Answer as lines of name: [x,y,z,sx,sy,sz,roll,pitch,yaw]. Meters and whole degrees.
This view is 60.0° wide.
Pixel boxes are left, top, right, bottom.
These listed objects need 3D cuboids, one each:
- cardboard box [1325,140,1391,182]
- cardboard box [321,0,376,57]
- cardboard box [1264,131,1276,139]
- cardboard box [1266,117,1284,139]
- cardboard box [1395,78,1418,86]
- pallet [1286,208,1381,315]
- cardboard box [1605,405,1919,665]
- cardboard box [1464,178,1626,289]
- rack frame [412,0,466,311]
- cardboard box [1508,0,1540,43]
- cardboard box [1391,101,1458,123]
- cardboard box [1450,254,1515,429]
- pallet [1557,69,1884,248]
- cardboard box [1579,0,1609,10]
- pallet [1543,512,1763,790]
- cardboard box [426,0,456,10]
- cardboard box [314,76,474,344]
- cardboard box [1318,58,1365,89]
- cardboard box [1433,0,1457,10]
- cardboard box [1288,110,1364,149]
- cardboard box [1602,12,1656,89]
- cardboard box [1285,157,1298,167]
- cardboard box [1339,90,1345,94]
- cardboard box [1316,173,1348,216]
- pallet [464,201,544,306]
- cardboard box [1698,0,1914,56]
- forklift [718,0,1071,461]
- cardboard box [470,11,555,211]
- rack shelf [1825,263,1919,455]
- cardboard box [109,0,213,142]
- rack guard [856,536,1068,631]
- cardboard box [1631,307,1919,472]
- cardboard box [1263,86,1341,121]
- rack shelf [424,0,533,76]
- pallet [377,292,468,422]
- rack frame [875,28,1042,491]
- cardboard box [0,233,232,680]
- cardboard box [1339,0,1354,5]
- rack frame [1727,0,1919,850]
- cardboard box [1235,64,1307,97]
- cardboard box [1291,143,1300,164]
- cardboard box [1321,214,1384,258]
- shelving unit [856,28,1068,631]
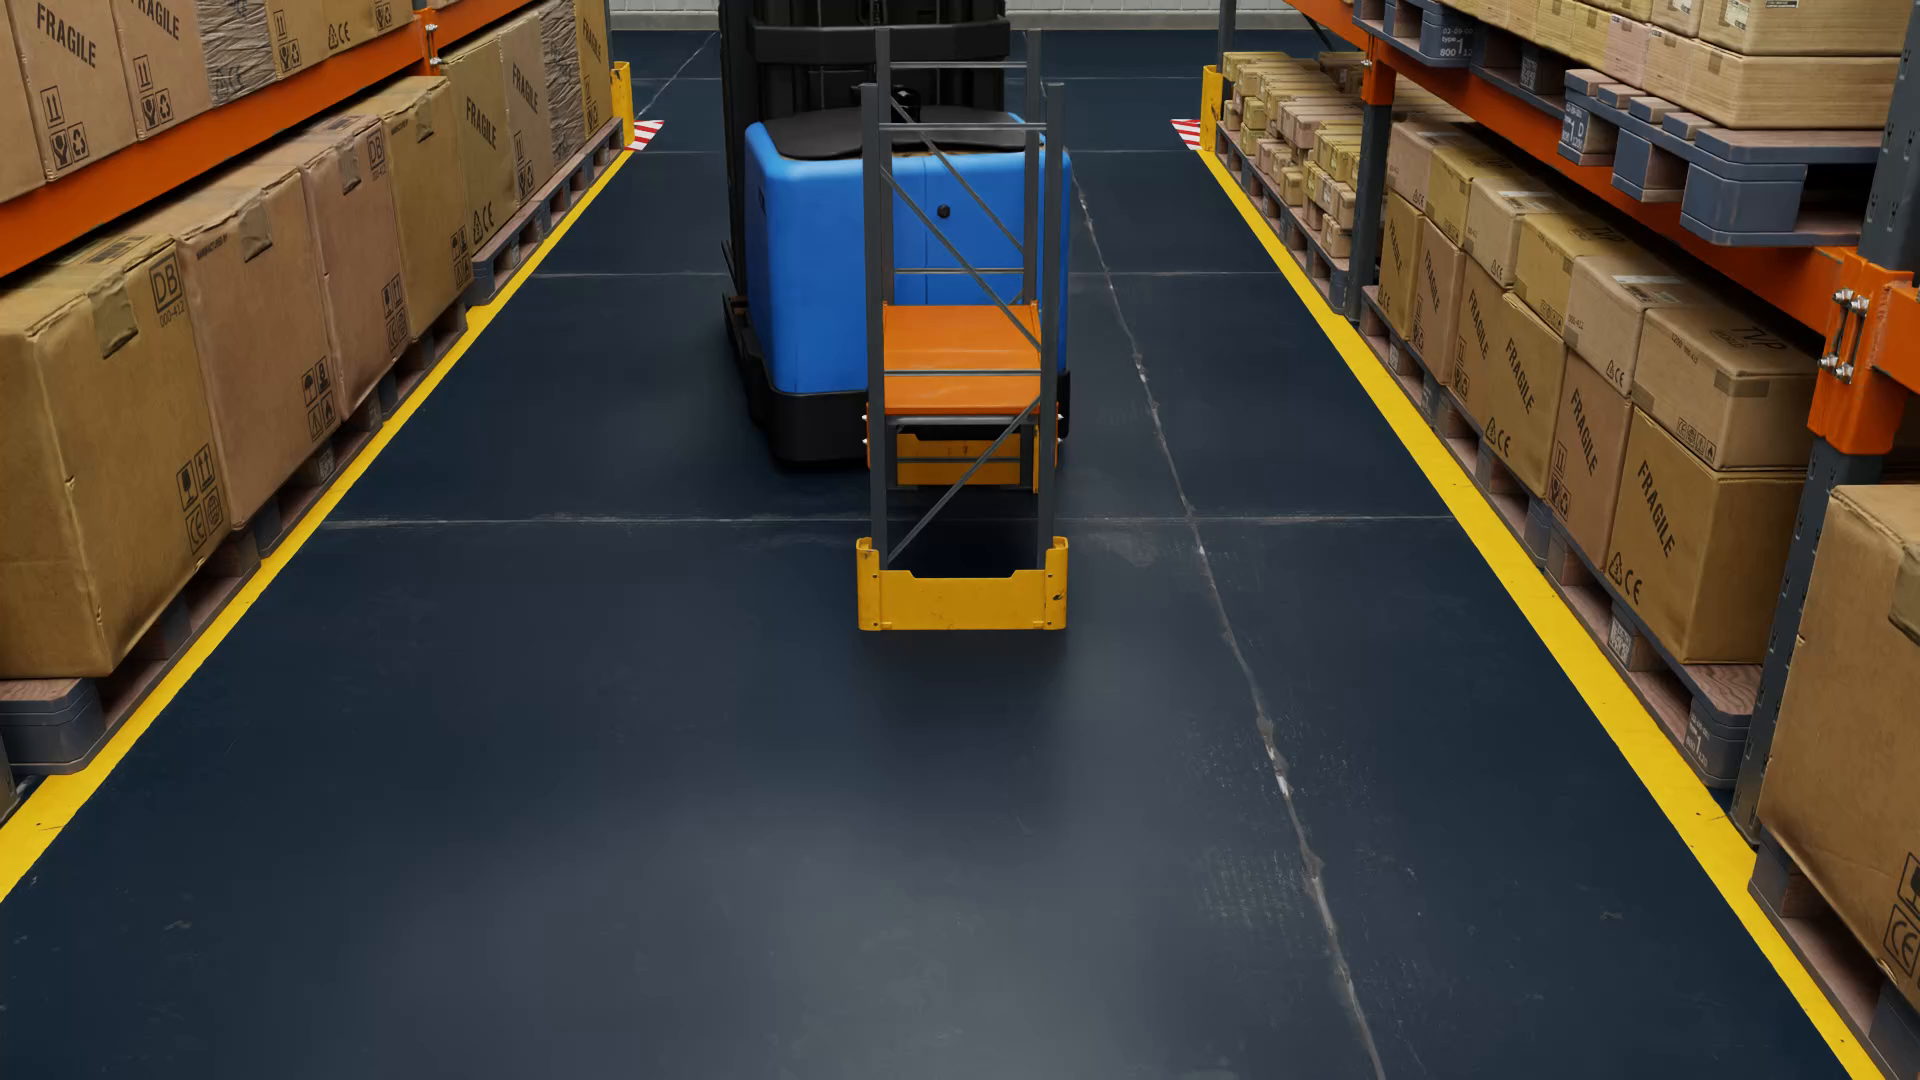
cardboard box: [1.919,-1.764,7.739,0.380,0.149,0.250,0,24,0]
cardboard box: [-2.458,-2.020,5.955,0.500,0.500,0.500,0,24,1]
cardboard box: [1.953,-2.253,9.542,0.380,0.149,0.250,0,24,0]
cardboard box: [1.961,-2.381,9.463,0.380,0.149,0.250,-1,24,-3]
cardboard box: [2.514,-2.518,9.405,0.380,0.149,0.250,1,24,1]
pallet: [2.183,-1.357,7.993,1.003,0.211,1.213,0,24,-1]
cardboard box: [2.001,-0.025,4.188,0.500,0.500,0.500,0,24,-1]
cardboard box: [1.979,-1.009,5.455,0.500,0.250,0.500,1,24,1]
rack frame: [-2.735,-2.370,6.850,1.000,3.000,0.127,0,24,-1]
cardboard box: [1.796,-1.509,4.741,0.380,0.149,0.250,0,24,1]
cardboard box: [2.401,-2.199,8.700,0.380,0.149,0.250,-1,24,-3]
cardboard box: [1.995,-0.663,5.601,0.500,0.500,0.500,0,24,0]
pallet: [2.155,-0.908,3.850,1.213,0.211,1.003,0,24,-1]
cardboard box: [1.796,-1.438,4.223,0.380,0.149,0.250,0,24,0]
pallet: [2.262,0.246,4.449,1.003,0.211,1.213,0,24,-1]
cardboard box: [-2.406,-2.379,7.174,0.380,0.149,0.250,0,24,0]
cardboard box: [-2.708,-1.329,6.618,1.225,0.875,0.875,0,24,0]
cardboard box: [2.386,-2.841,10.120,0.380,0.149,0.250,0,24,0]
cardboard box: [1.783,-1.837,5.468,0.380,0.149,0.250,-1,24,-3]
cardboard box: [1.889,-2.085,8.449,0.380,0.149,0.250,-1,24,-3]
cardboard box: [1.800,-1.189,4.033,0.380,0.149,0.250,0,24,0]
cardboard box: [1.934,-1.937,8.843,0.380,0.149,0.250,0,24,0]
cardboard box: [2.481,-2.596,9.940,0.380,0.149,0.250,-1,24,-3]
cardboard box: [1.889,-1.618,7.777,0.380,0.149,0.250,-1,24,-3]
pallet: [-2.665,-1.413,8.118,1.003,0.211,1.213,0,24,-1]
cardboard box: [1.809,-1.116,3.512,0.380,0.149,0.250,0,24,1]
forklift: [-0.419,-2.184,6.522,1.130,2.935,3.031,-5,25,-11]
cardboard box: [-2.672,-2.236,8.623,0.875,0.875,0.875,0,24,-1]
rack shelf: [2.291,0.450,1.489,1.077,0.370,4.000,0,24,-1]
cardboard box: [-2.442,-1.392,4.567,0.500,0.500,0.500,-1,24,-2]
rack guard: [0.006,0.123,4.675,0.587,0.250,0.087,0,24,-1]
cardboard box: [2.000,-0.377,4.057,0.500,0.250,0.500,-1,24,-2]
cardboard box: [1.882,-2.403,9.150,0.380,0.149,0.250,0,24,0]
rack shelf: [-2.757,-2.866,8.820,1.077,0.370,4.000,0,24,-1]
pallet: [-2.651,-0.782,6.722,1.003,0.211,1.213,0,24,-1]
rack frame: [-0.005,-0.858,5.326,0.500,1.500,0.032,0,24,-1]
cardboard box: [-2.678,-0.229,4.186,1.225,0.875,0.875,-1,24,-3]
cardboard box: [1.877,-2.458,7.350,0.380,0.149,0.250,-1,24,-2]
rack frame: [2.269,-0.702,3.163,1.000,3.000,0.127,0,24,-1]
cardboard box: [1.846,-2.727,9.868,0.380,0.149,0.250,0,24,-1]
cardboard box: [1.959,-2.048,8.727,0.380,0.149,0.250,-1,24,-3]
cardboard box: [1.881,-1.403,7.662,0.380,0.149,0.250,0,24,0]
shelving unit: [0.001,-0.652,4.871,0.587,1.500,1.083,0,24,-1]
